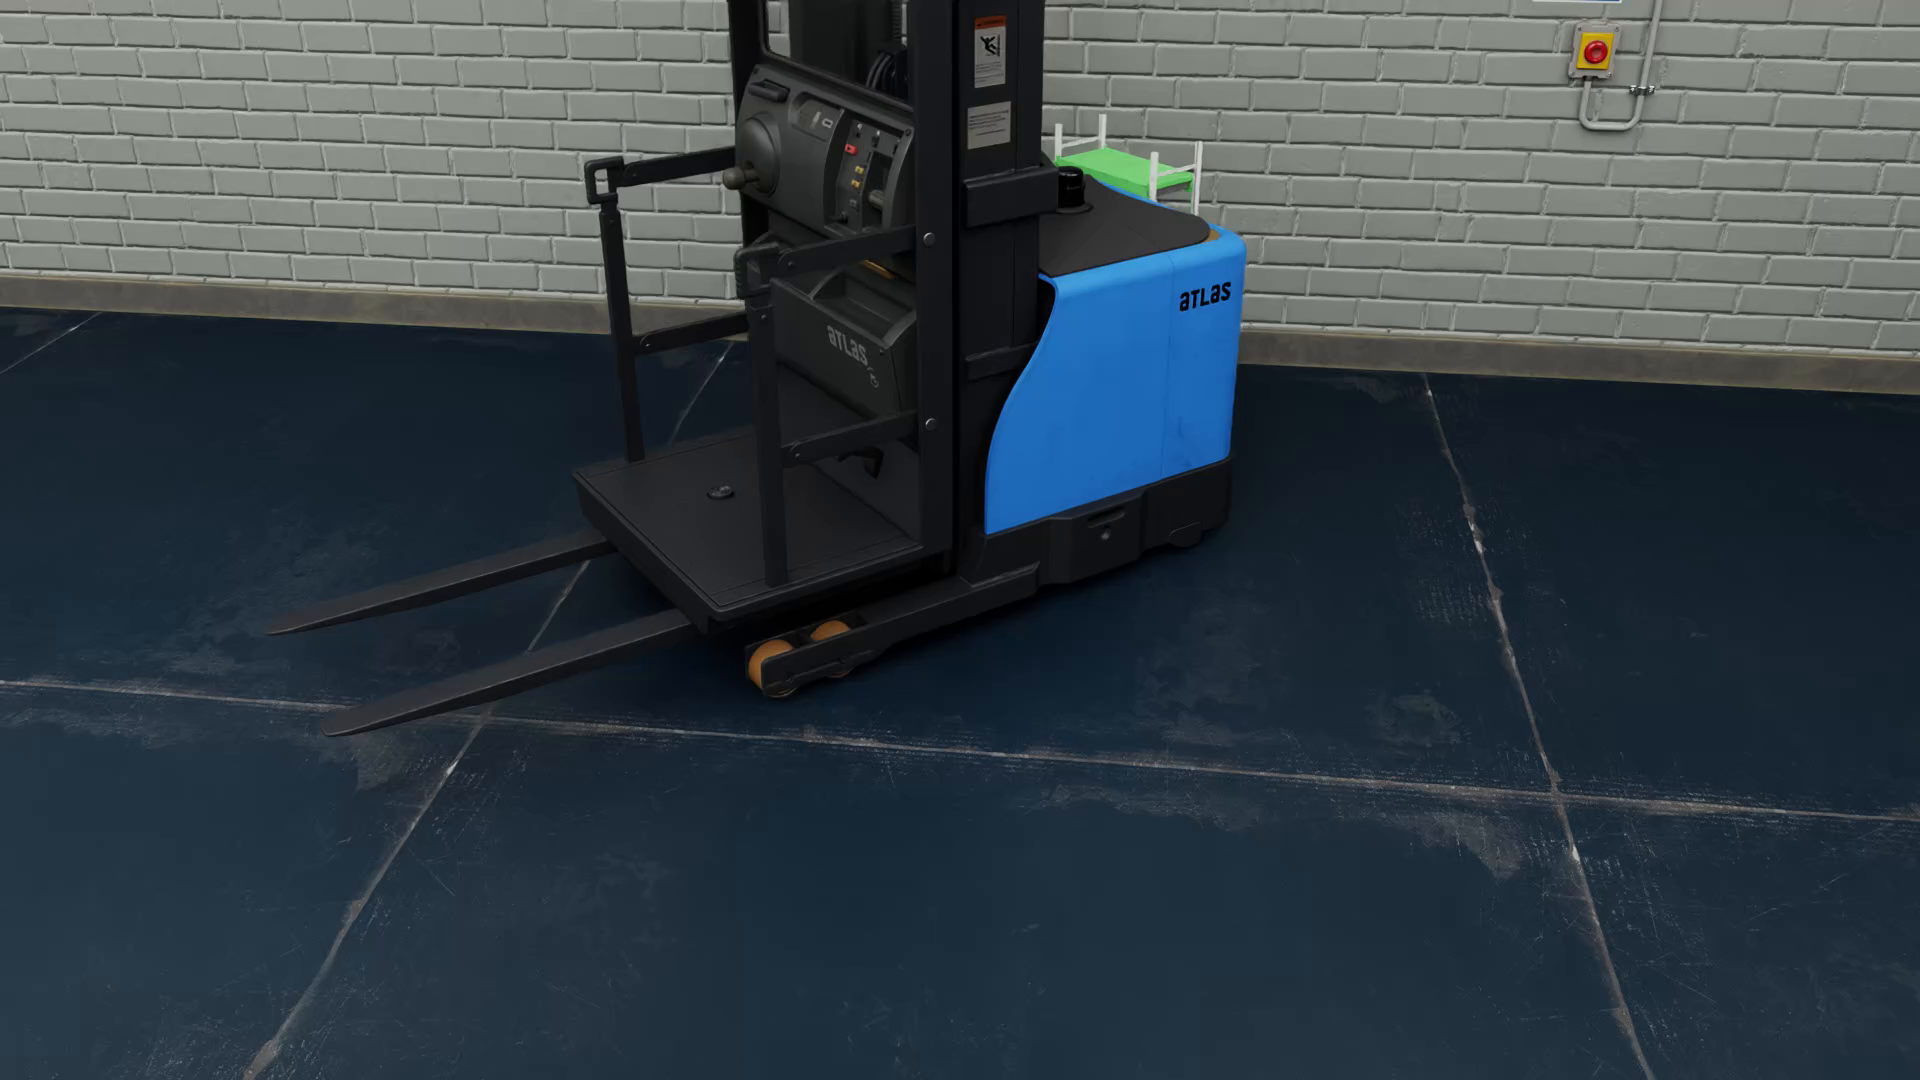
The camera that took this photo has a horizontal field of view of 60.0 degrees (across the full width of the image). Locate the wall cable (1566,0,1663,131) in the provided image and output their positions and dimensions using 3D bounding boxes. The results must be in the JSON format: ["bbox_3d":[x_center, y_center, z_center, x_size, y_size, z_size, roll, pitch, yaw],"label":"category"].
[{"bbox_3d":[2.390,-2.454,6.038,0.585,1.953,0.123,3,28,6],"label":"wall cable"}]

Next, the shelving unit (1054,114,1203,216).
[{"bbox_3d":[0.596,-0.918,6.189,0.258,1.200,0.503,-21,35,-34],"label":"shelving unit"}]

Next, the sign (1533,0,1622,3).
[{"bbox_3d":[2.349,-2.144,6.281,0.327,0.218,0.001,3,28,6],"label":"sign"}]

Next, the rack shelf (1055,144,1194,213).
[{"bbox_3d":[0.596,-1.284,5.992,0.258,0.148,0.480,-21,35,-34],"label":"rack shelf"}]

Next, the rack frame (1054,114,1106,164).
[{"bbox_3d":[0.442,-1.008,6.356,0.240,1.200,0.015,-21,35,-34],"label":"rack frame"}]

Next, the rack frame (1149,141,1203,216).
[{"bbox_3d":[0.750,-0.828,6.022,0.240,1.200,0.015,-21,35,-34],"label":"rack frame"}]

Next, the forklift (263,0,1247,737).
[{"bbox_3d":[-0.578,-1.113,4.725,3.031,2.935,1.130,-18,33,-29],"label":"forklift"}]
